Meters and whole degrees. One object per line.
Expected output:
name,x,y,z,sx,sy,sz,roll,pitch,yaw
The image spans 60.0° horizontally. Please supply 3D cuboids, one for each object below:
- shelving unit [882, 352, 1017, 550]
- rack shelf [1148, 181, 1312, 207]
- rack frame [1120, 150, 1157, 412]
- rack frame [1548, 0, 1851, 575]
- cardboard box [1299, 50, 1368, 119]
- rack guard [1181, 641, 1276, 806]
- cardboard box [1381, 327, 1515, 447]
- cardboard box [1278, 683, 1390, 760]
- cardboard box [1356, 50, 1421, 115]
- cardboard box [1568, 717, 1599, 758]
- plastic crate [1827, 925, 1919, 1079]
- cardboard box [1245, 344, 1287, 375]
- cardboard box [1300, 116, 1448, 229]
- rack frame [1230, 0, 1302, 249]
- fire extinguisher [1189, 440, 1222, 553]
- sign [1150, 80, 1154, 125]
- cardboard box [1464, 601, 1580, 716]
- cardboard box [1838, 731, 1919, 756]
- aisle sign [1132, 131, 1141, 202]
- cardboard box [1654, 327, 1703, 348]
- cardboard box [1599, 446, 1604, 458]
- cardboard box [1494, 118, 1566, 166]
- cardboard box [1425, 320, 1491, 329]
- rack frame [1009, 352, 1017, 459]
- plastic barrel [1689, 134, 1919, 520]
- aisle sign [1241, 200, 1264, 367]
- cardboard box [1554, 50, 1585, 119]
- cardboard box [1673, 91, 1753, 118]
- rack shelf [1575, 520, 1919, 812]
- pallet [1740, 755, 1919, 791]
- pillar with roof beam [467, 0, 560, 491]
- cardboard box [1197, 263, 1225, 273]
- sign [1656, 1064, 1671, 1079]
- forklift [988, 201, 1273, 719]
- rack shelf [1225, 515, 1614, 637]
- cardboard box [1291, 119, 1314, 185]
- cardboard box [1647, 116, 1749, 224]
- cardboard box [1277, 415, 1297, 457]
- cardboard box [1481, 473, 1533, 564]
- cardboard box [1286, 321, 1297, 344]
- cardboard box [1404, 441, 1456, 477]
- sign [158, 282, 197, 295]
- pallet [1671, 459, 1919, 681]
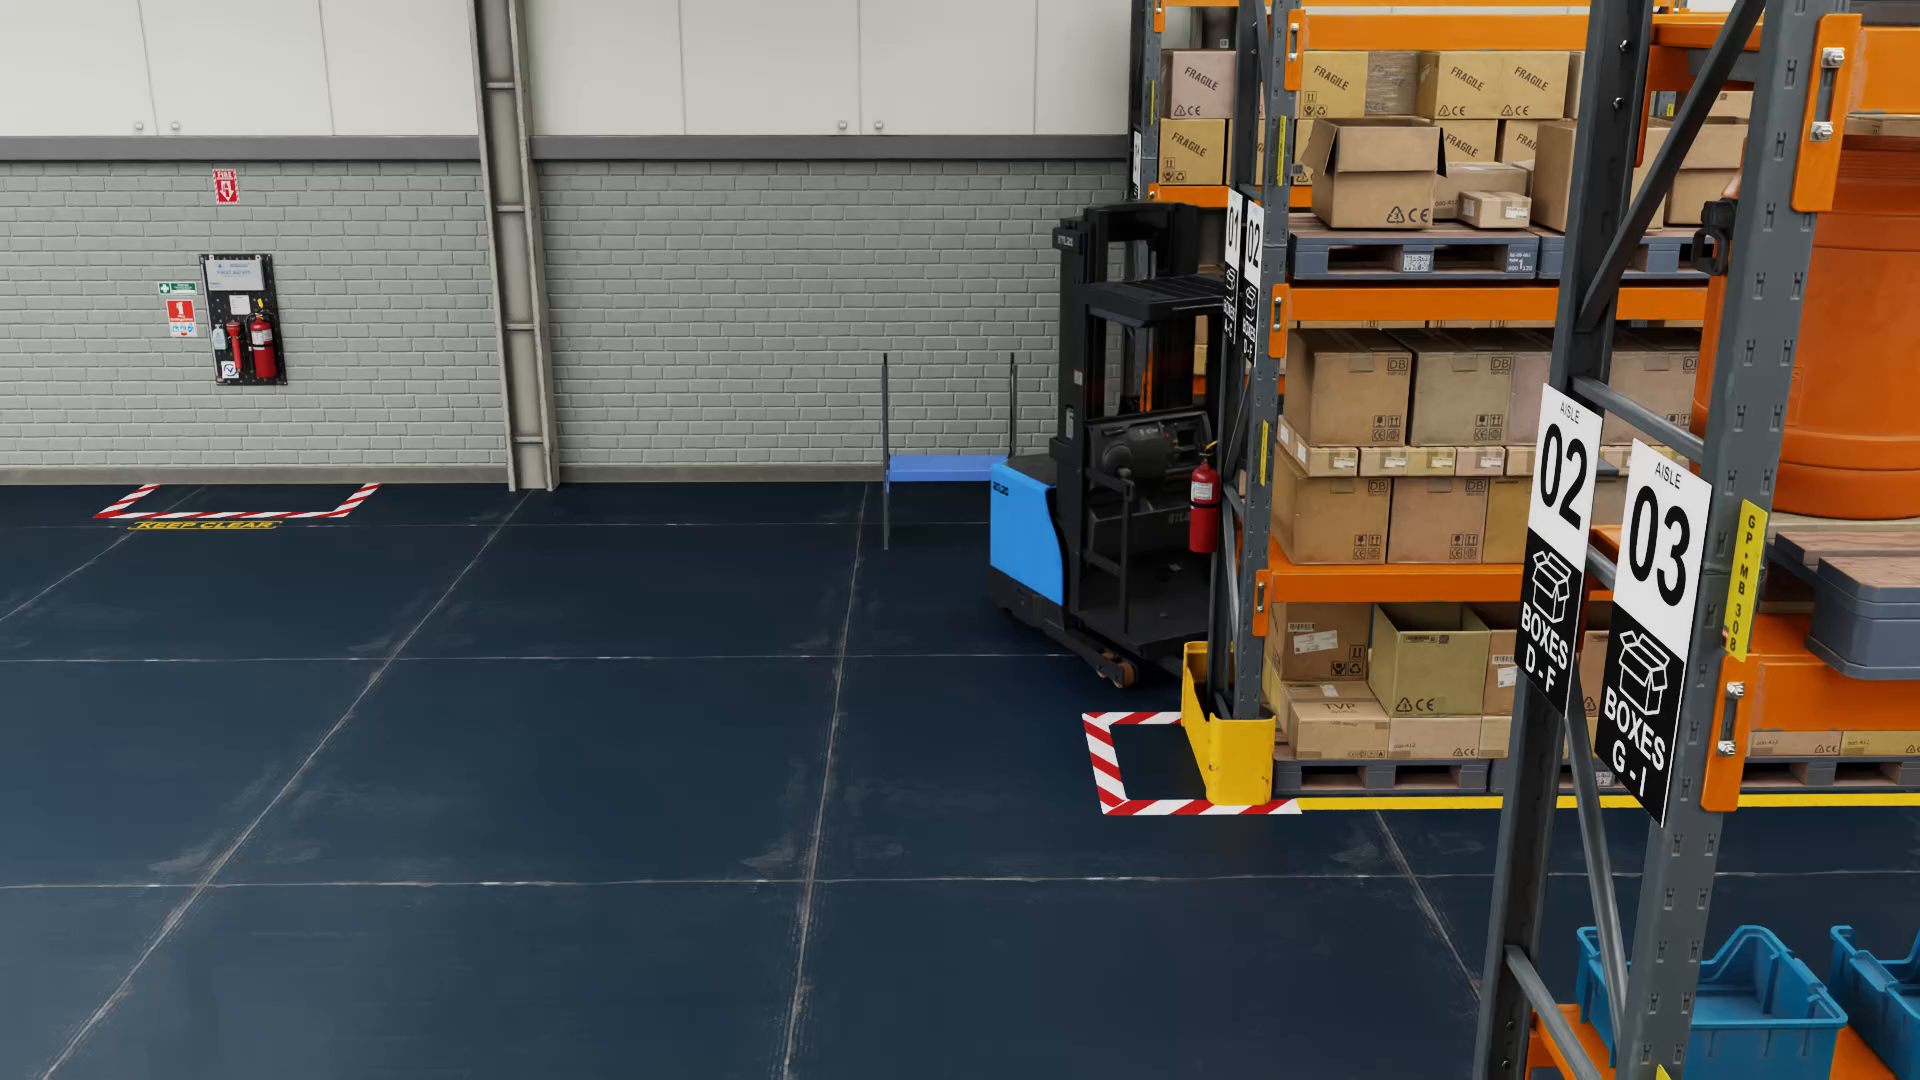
shelving unit,-0.085,-0.714,13.317,1.048,1.500,0.538,0,18,-1
rack shelf,3.463,-2.771,13.544,4.000,0.370,1.077,0,18,-1
rack frame,1.463,-1.676,13.862,0.127,3.000,1.000,0,18,-1
rack frame,1.620,-1.507,3.513,0.127,3.000,1.000,0,18,-1
cardboard box,2.867,-3.558,12.985,0.500,0.500,0.500,0,18,1
rack guard,1.521,1.027,9.527,0.348,0.500,1.175,0,18,-1
cardboard box,2.591,-0.831,8.941,0.500,0.500,0.700,-1,18,-2
cardboard box,2.085,1.012,9.298,0.500,0.250,0.500,0,18,-1
cardboard box,3.432,-3.721,13.493,0.500,0.500,0.500,0,18,-1
cardboard box,3.585,1.005,9.319,0.500,0.250,0.500,0,18,-1
plastic crate,2.765,1.325,4.749,0.408,0.251,0.499,0,18,-1
cardboard box,2.475,-1.526,13.608,0.500,0.250,0.500,-1,18,-3
cardboard box,2.120,-1.909,8.591,0.637,0.503,0.797,1,18,3
rack frame,1.545,-3.020,8.229,0.127,3.000,1.000,0,18,-1
fire extinguisher,1.420,-0.268,9.598,0.183,0.674,0.296,0,18,-1
sign,1.472,-3.355,12.753,0.005,0.325,0.100,0,18,-1
cardboard box,3.085,0.645,9.212,0.500,0.500,0.500,0,18,-1
cardboard box,5.085,0.996,9.346,0.500,0.250,0.500,0,18,-1
aisle sign,1.396,-2.822,13.178,0.004,0.787,0.394,0,18,-1
cardboard box,4.095,-0.839,8.964,0.500,0.500,0.700,0,18,-1
cardboard box,3.229,-0.463,8.853,0.250,0.149,0.380,-1,18,-2
cardboard box,4.456,-3.104,13.207,0.500,0.500,0.500,-2,18,-6
cardboard box,3.992,-1.891,13.515,0.500,0.500,0.500,-1,18,-2
rack frame,0.423,-0.716,13.325,0.032,1.500,0.500,0,18,-1
plastic barrel,2.104,-0.524,3.970,0.708,0.830,0.600,0,18,-1
aisle sign,1.484,-1.307,8.456,0.004,0.787,0.394,0,18,-1
cardboard box,4.966,-3.572,13.027,0.500,0.500,0.500,-2,18,-6
cardboard box,6.011,-3.349,13.316,0.500,0.500,0.500,2,18,7
rack shelf,3.619,0.254,4.111,4.000,0.370,1.077,0,18,-1
pallet,4.749,1.136,9.659,1.213,0.211,1.003,0,18,-1
pillar with roof beam,-3.782,-3.457,9.591,0.400,9.000,9.100,0,18,-1
cardboard box,1.931,-2.038,13.977,0.500,0.500,0.500,0,18,-1
sign,1.624,1.386,3.863,0.005,0.325,0.100,0,18,-1
forklift,1.345,-0.609,10.647,1.130,2.935,3.031,-9,20,-27
rack shelf,3.545,0.170,9.285,4.000,0.370,1.077,0,18,-1
cardboard box,2.858,-3.082,13.138,0.500,0.500,0.500,1,18,2
cardboard box,3.896,-1.957,8.741,0.637,0.503,0.797,2,18,5
cardboard box,1.924,-0.580,9.218,0.250,0.149,0.380,-1,18,-2
cardboard box,3.034,-0.214,9.139,0.500,0.500,0.700,0,18,0
cardboard box,2.440,-1.881,13.486,0.500,0.500,0.500,0,18,-1
cardboard box,2.454,-0.459,8.841,0.250,0.149,0.380,0,18,-1
sign,-6.871,-2.210,14.600,0.331,0.109,0.001,0,18,-1
pallet,2.448,0.037,3.919,1.213,0.211,1.003,0,18,-1
